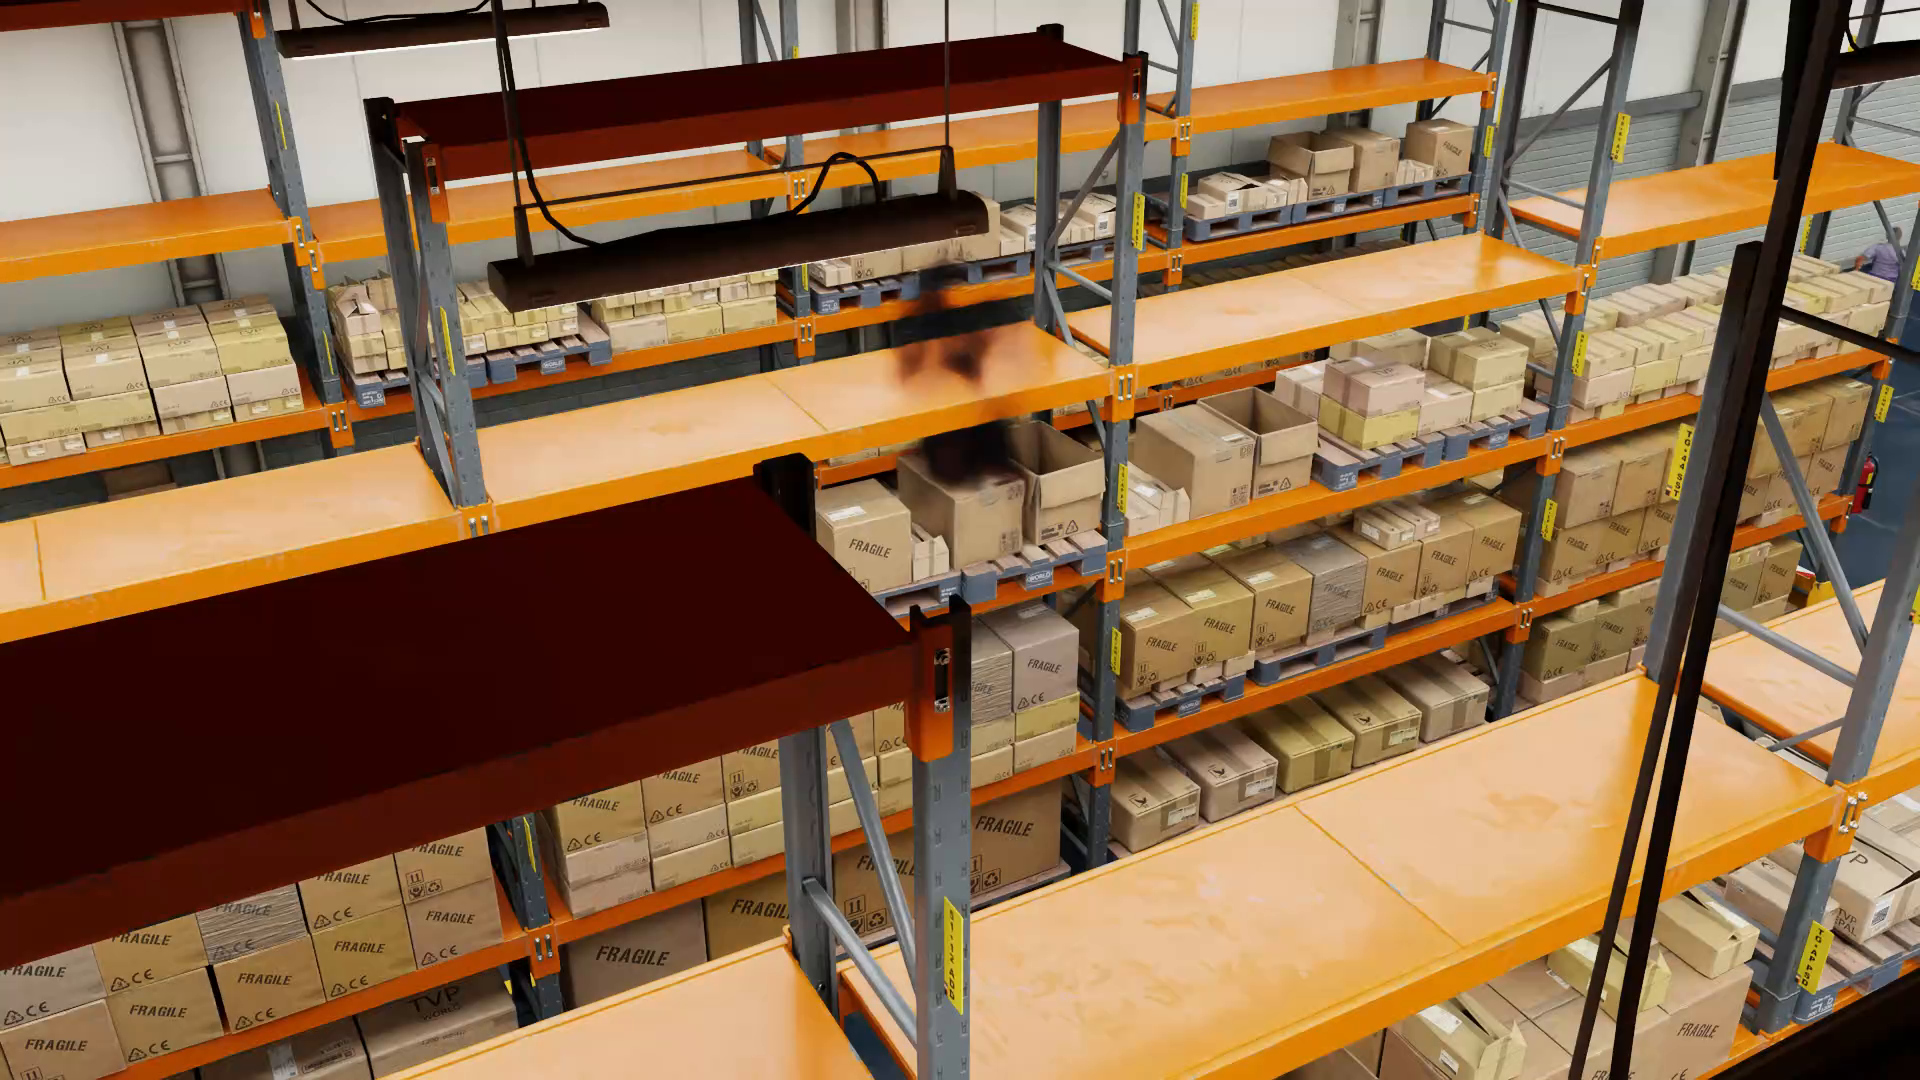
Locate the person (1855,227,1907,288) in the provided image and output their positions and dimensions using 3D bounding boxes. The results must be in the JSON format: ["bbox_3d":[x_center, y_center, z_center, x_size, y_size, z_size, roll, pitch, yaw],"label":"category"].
[{"bbox_3d":[11.683,-3.136,21.167,0.795,1.708,0.594,-21,35,-34],"label":"person"}]
